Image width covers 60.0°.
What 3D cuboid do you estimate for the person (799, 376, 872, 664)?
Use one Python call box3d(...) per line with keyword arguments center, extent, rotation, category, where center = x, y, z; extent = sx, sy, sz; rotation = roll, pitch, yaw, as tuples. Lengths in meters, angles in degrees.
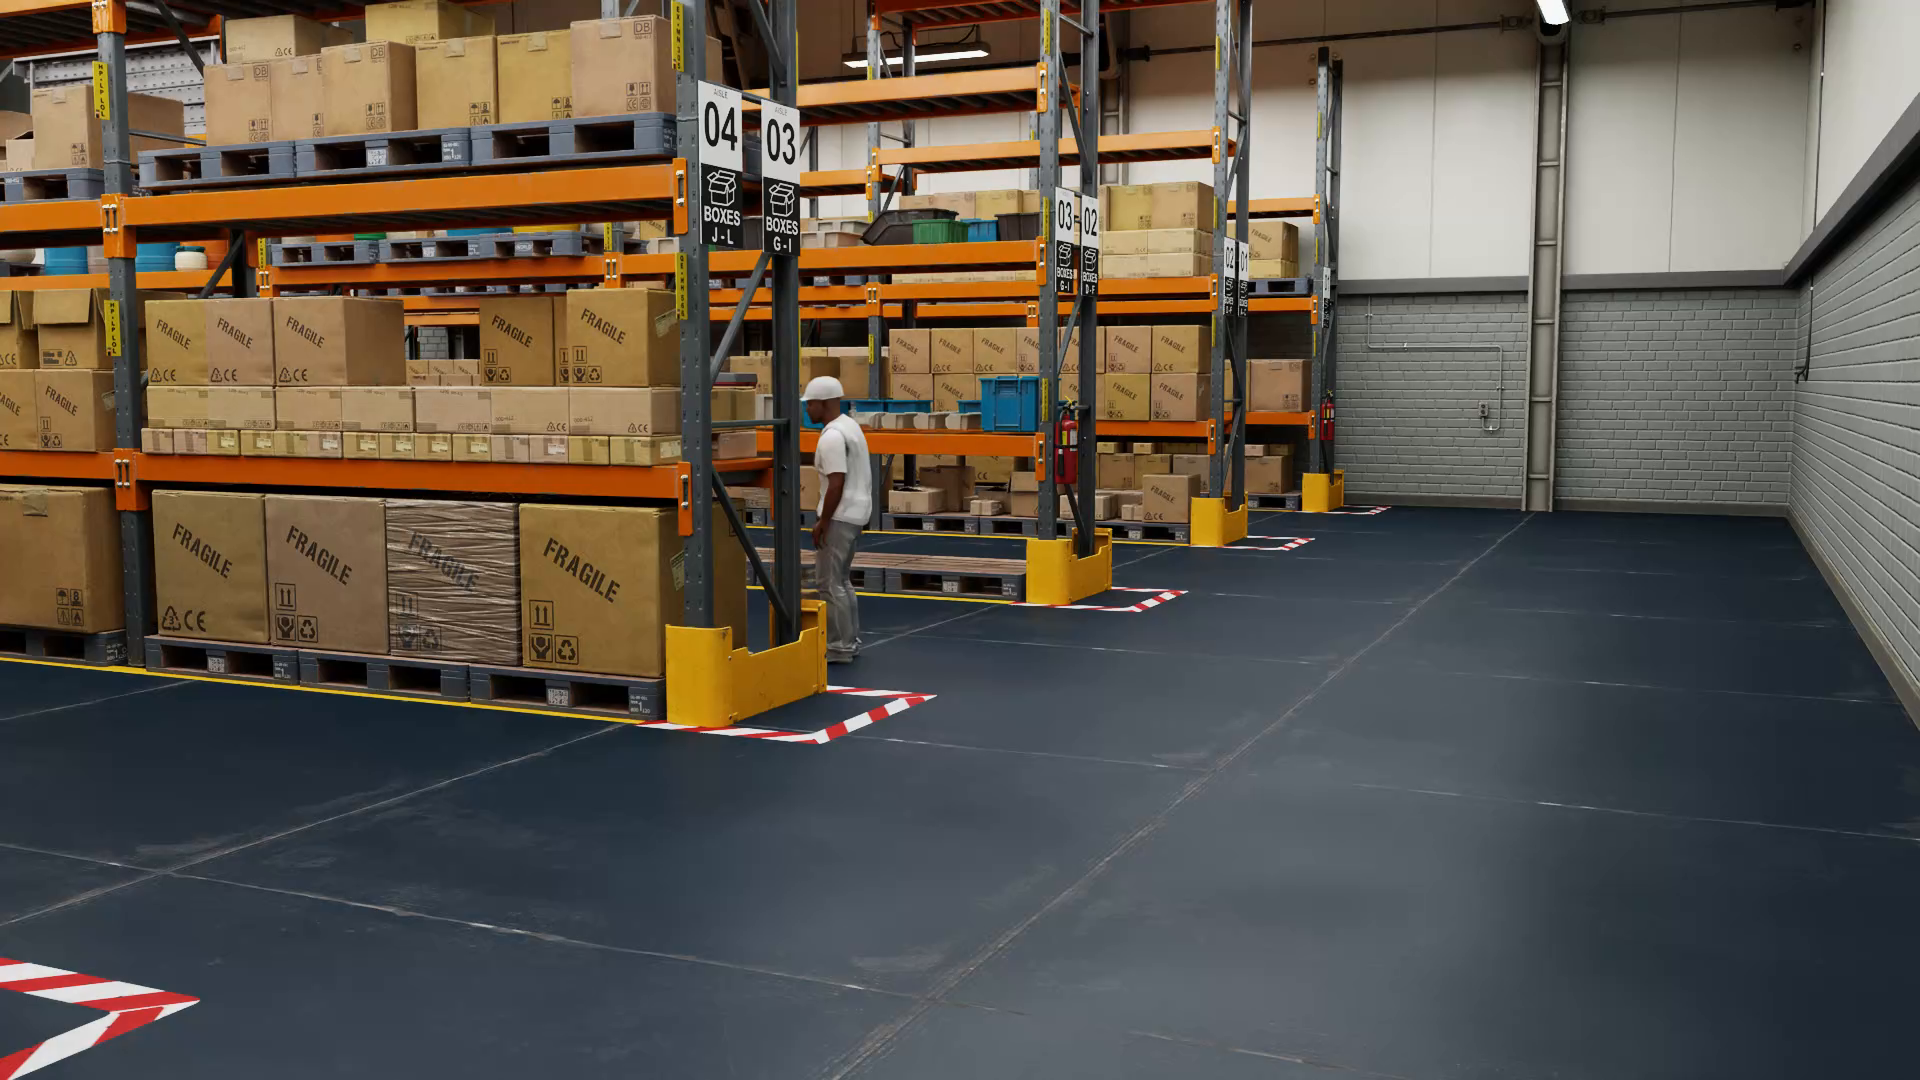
box3d(center=(-0.772, -0.127, 10.275), extent=(0.452, 1.758, 0.609), rotation=(1, 6, 7), category="person")
